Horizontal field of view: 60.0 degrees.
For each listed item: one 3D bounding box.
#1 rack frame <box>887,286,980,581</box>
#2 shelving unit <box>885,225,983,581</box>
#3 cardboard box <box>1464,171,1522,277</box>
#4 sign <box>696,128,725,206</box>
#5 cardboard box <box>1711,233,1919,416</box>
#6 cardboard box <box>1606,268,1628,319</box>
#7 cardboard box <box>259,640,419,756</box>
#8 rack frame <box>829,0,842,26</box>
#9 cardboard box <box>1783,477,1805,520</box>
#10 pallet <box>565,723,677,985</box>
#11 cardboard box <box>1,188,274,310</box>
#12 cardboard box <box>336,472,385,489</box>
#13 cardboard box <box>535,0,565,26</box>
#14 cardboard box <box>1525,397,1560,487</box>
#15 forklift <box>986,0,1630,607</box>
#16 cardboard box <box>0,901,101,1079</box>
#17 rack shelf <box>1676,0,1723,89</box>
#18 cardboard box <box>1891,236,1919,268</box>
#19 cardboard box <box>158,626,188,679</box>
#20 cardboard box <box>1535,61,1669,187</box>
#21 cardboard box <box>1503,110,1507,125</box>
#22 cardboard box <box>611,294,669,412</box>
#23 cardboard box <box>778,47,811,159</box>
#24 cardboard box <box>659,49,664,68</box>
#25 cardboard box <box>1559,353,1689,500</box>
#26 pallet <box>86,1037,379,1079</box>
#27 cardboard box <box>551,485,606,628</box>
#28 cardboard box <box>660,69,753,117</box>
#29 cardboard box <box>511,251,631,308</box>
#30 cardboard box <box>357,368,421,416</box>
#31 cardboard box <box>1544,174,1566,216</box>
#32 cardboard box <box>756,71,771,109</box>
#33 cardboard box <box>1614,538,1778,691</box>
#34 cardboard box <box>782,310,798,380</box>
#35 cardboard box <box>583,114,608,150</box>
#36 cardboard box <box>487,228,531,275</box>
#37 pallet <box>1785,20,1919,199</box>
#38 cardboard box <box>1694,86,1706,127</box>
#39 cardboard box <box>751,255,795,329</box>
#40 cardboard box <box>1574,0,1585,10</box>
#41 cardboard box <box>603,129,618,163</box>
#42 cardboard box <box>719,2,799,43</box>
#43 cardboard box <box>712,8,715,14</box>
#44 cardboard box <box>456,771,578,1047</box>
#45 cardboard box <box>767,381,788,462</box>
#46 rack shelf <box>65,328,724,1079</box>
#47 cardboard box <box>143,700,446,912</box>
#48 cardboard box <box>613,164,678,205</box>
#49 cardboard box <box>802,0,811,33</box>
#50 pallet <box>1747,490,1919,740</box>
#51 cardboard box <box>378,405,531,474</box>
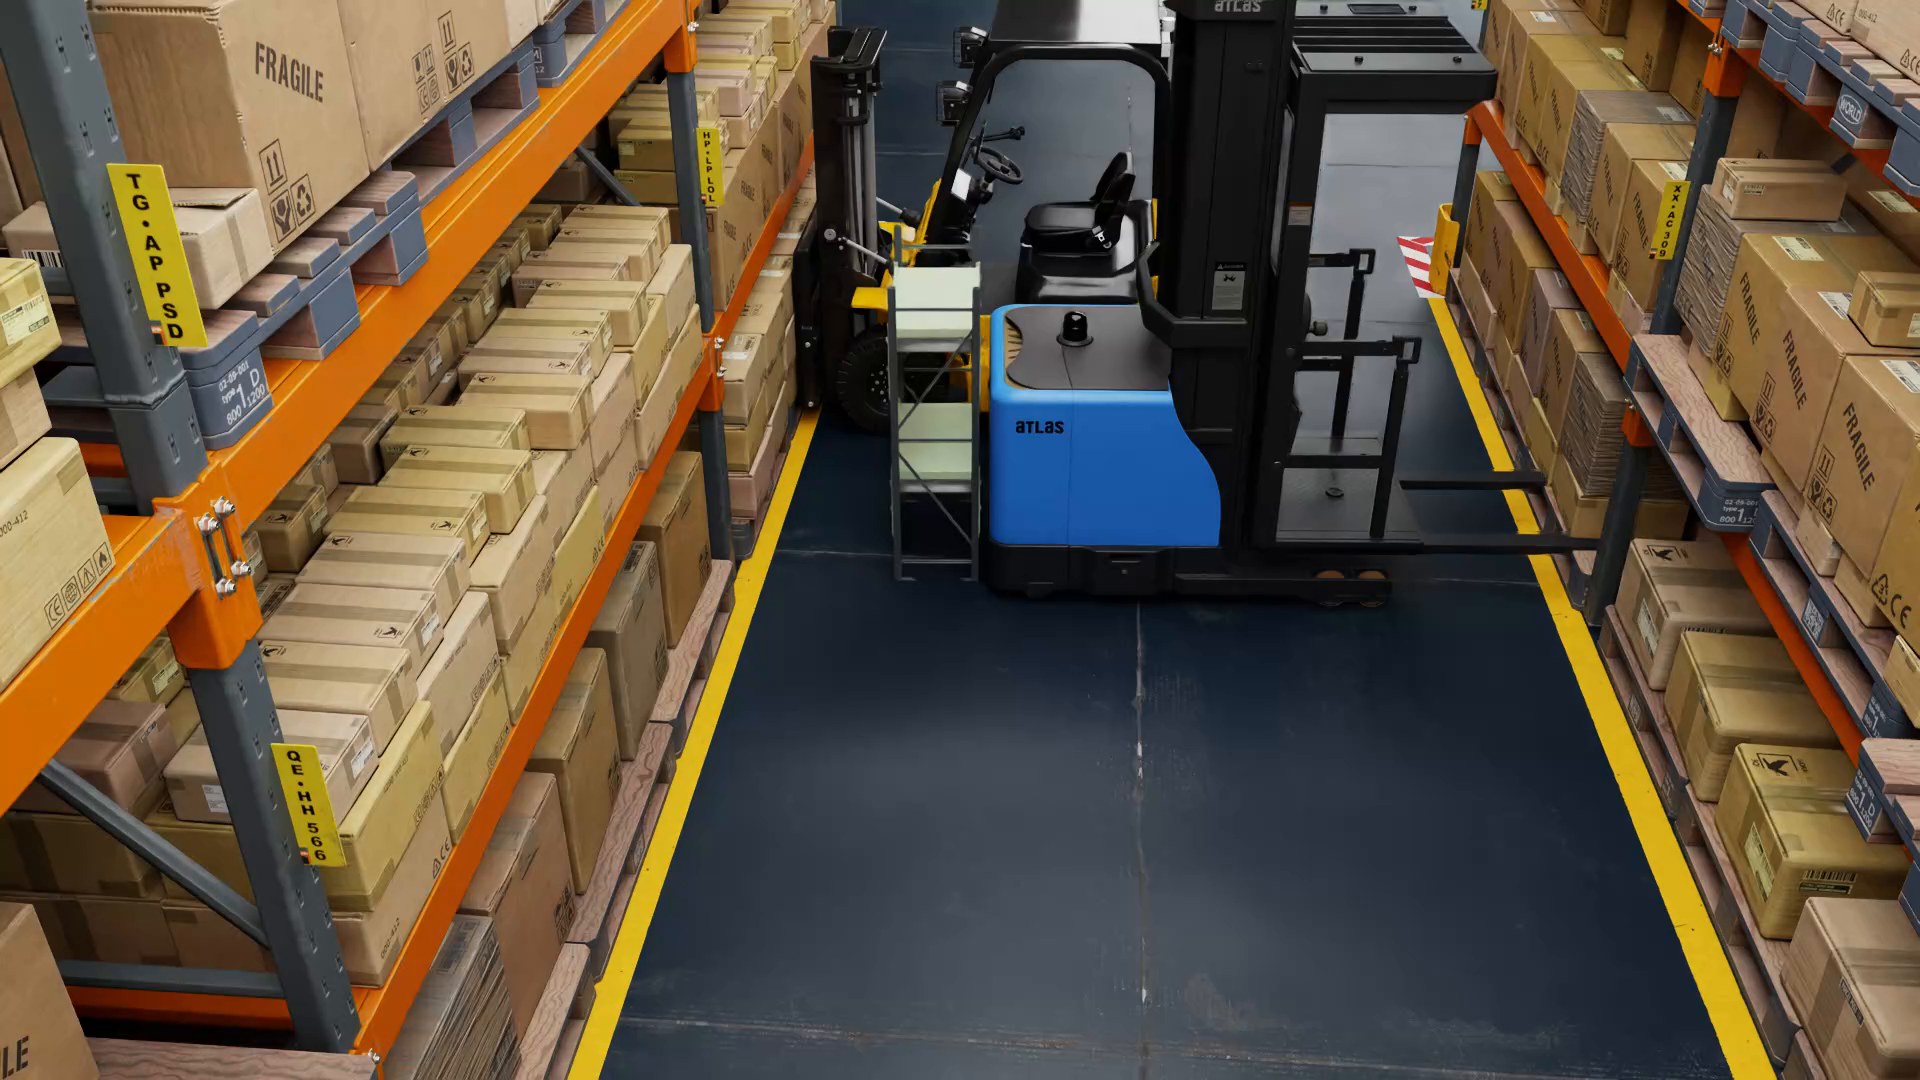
[{"bbox_3d":[-0.112,-0.448,7.548,0.400,1.500,0.023,0,32,0],"label":"rack frame"},{"bbox_3d":[-0.111,-0.640,7.859,0.431,1.500,0.755,0,32,0],"label":"shelving unit"},{"bbox_3d":[3.357,-1.883,9.951,0.500,0.500,0.500,1,32,2],"label":"cardboard box"},{"bbox_3d":[-1.032,-1.537,6.857,0.100,0.325,0.005,2,32,4],"label":"sign"},{"bbox_3d":[3.010,-0.739,5.811,0.500,0.500,0.500,3,32,4],"label":"cardboard box"},{"bbox_3d":[3.110,-1.091,7.400,0.380,0.149,0.250,3,32,5],"label":"cardboard box"},{"bbox_3d":[-1.559,0.383,4.055,0.380,0.149,0.250,3,32,5],"label":"cardboard box"},{"bbox_3d":[-1.248,-3.188,10.563,1.000,3.000,0.127,2,32,4],"label":"rack frame"},{"bbox_3d":[2.953,-0.139,5.455,0.380,0.149,0.250,3,32,4],"label":"cardboard box"},{"bbox_3d":[-1.692,1.118,6.235,1.003,0.211,1.213,2,32,4],"label":"pallet"},{"bbox_3d":[-1.568,-0.573,3.188,0.380,0.166,0.250,2,32,4],"label":"cardboard box"},{"bbox_3d":[-2.008,-0.192,5.369,0.500,0.250,0.500,2,32,3],"label":"cardboard box"},{"bbox_3d":[-1.452,-1.766,4.987,0.500,0.311,0.500,1,32,2],"label":"cardboard box"},{"bbox_3d":[3.187,-0.494,8.412,0.500,0.250,0.500,2,32,3],"label":"cardboard box"},{"bbox_3d":[1.643,-1.219,7.434,3.031,2.935,1.130,0,32,1],"label":"forklift"},{"bbox_3d":[-2.097,1.037,3.213,0.500,0.500,0.500,4,32,6],"label":"cardboard box"},{"bbox_3d":[3.537,-2.902,7.927,1.077,0.370,4.000,2,32,4],"label":"rack shelf"},{"bbox_3d":[3.526,-0.723,5.785,0.500,0.500,0.500,3,32,4],"label":"cardboard box"},{"bbox_3d":[-2.083,0.224,4.314,0.380,0.149,0.250,2,32,4],"label":"cardboard box"},{"bbox_3d":[3.272,-2.107,8.431,0.500,0.500,0.500,2,32,3],"label":"cardboard box"},{"bbox_3d":[3.357,-2.434,9.580,0.380,0.149,0.250,1,32,2],"label":"cardboard box"},{"bbox_3d":[-1.394,-0.708,6.206,0.500,0.250,0.500,2,32,3],"label":"cardboard box"},{"bbox_3d":[-1.119,-2.423,9.227,0.500,0.500,0.500,2,32,3],"label":"cardboard box"},{"bbox_3d":[-1.661,-2.520,8.484,0.380,0.149,0.250,3,32,5],"label":"cardboard box"},{"bbox_3d":[3.154,-0.534,7.763,0.500,0.500,0.500,2,32,3],"label":"cardboard box"},{"bbox_3d":[-1.885,1.435,3.246,1.213,0.211,1.003,2,32,4],"label":"pallet"},{"bbox_3d":[-1.495,0.034,5.478,0.500,0.250,0.500,3,32,6],"label":"cardboard box"},{"bbox_3d":[-1.186,-2.100,7.801,0.380,0.149,0.250,3,32,5],"label":"cardboard box"},{"bbox_3d":[-1.456,-0.965,6.243,0.380,0.149,0.250,2,32,4],"label":"cardboard box"},{"bbox_3d":[-1.987,-0.445,5.399,0.380,0.149,0.250,3,32,4],"label":"cardboard box"},{"bbox_3d":[3.211,-1.760,8.486,0.380,0.149,0.250,3,32,4],"label":"cardboard box"},{"bbox_3d":[-1.153,-2.238,8.309,0.380,0.149,0.250,1,32,2],"label":"cardboard box"},{"bbox_3d":[3.334,0.328,6.962,0.950,0.372,0.625,3,32,5],"label":"cardboard box"},{"bbox_3d":[-1.135,-1.083,8.892,0.500,0.250,0.500,2,32,4],"label":"cardboard box"},{"bbox_3d":[-1.787,-1.851,7.397,0.380,0.149,0.250,2,32,3],"label":"cardboard box"},{"bbox_3d":[-1.890,-1.102,6.466,0.380,0.149,0.250,1,32,2],"label":"cardboard box"},{"bbox_3d":[3.136,-1.222,4.694,1.213,0.211,1.003,2,32,4],"label":"pallet"},{"bbox_3d":[3.689,-1.968,7.252,0.700,0.500,0.500,3,32,4],"label":"cardboard box"},{"bbox_3d":[-1.141,-1.297,8.763,0.500,0.250,0.500,3,32,6],"label":"cardboard box"},{"bbox_3d":[3.875,-3.296,9.407,0.700,0.500,0.500,2,32,3],"label":"cardboard box"},{"bbox_3d":[-1.788,-1.864,7.702,0.380,0.149,0.250,3,32,5],"label":"cardboard box"},{"bbox_3d":[-1.071,-2.765,8.880,0.380,0.149,0.250,3,32,5],"label":"cardboard box"},{"bbox_3d":[-1.600,-2.938,9.445,0.380,0.149,0.250,1,32,2],"label":"cardboard box"},{"bbox_3d":[-1.790,1.160,5.371,0.875,0.625,0.625,3,32,6],"label":"cardboard box"},{"bbox_3d":[-1.178,-0.609,8.600,0.500,0.250,0.500,2,32,3],"label":"cardboard box"},{"bbox_3d":[-1.737,0.256,5.661,1.077,0.370,4.000,2,32,4],"label":"rack shelf"},{"bbox_3d":[-1.595,0.626,4.041,0.500,0.250,0.500,2,32,4],"label":"cardboard box"},{"bbox_3d":[-1.286,-1.570,7.225,0.380,0.149,0.250,2,32,3],"label":"cardboard box"},{"bbox_3d":[-1.070,-3.045,9.618,0.380,0.149,0.250,3,32,5],"label":"cardboard box"},{"bbox_3d":[3.168,0.251,5.167,1.003,0.211,1.213,2,32,4],"label":"pallet"},{"bbox_3d":[-1.560,-0.293,5.152,0.380,0.149,0.250,2,32,4],"label":"cardboard box"}]
